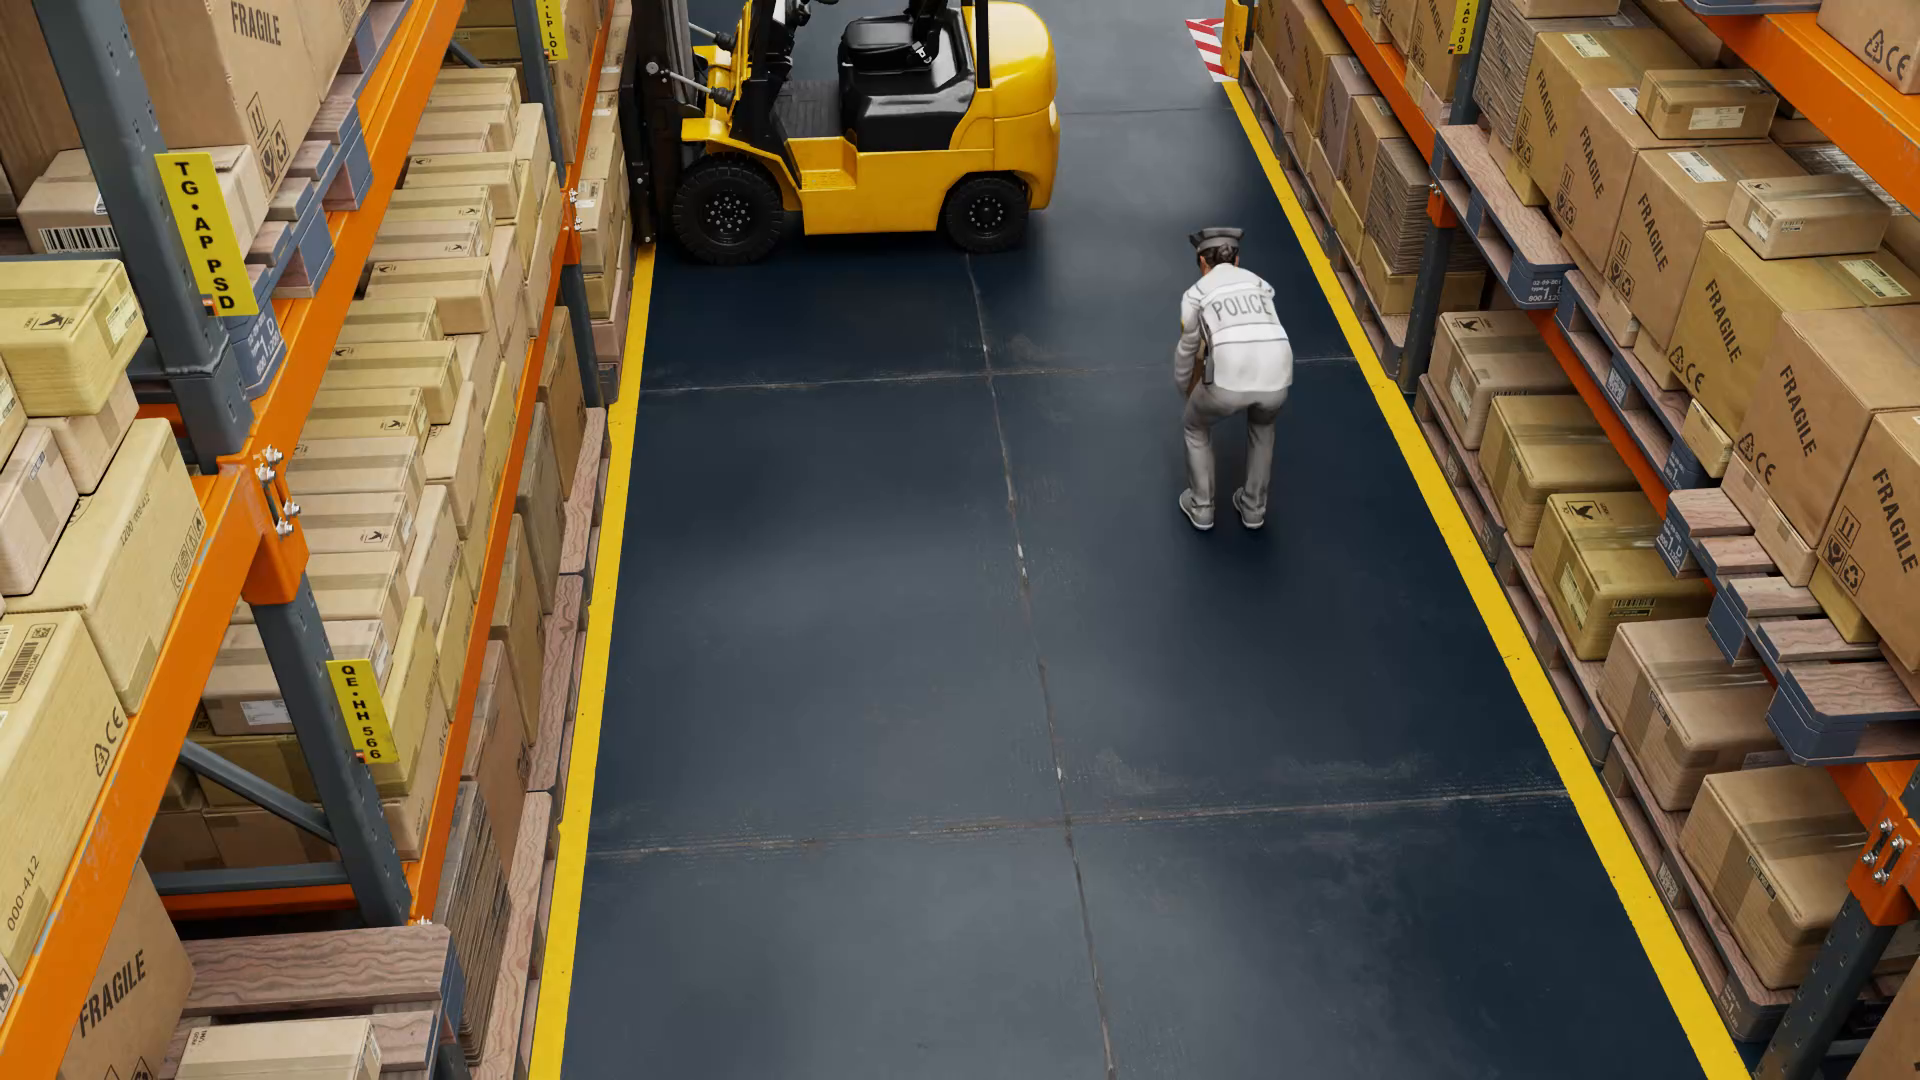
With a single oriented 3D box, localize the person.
[{"bbox_3d":[1.179,-0.716,7.385,0.428,1.215,0.903,-5,40,-6],"label":"person"}]
